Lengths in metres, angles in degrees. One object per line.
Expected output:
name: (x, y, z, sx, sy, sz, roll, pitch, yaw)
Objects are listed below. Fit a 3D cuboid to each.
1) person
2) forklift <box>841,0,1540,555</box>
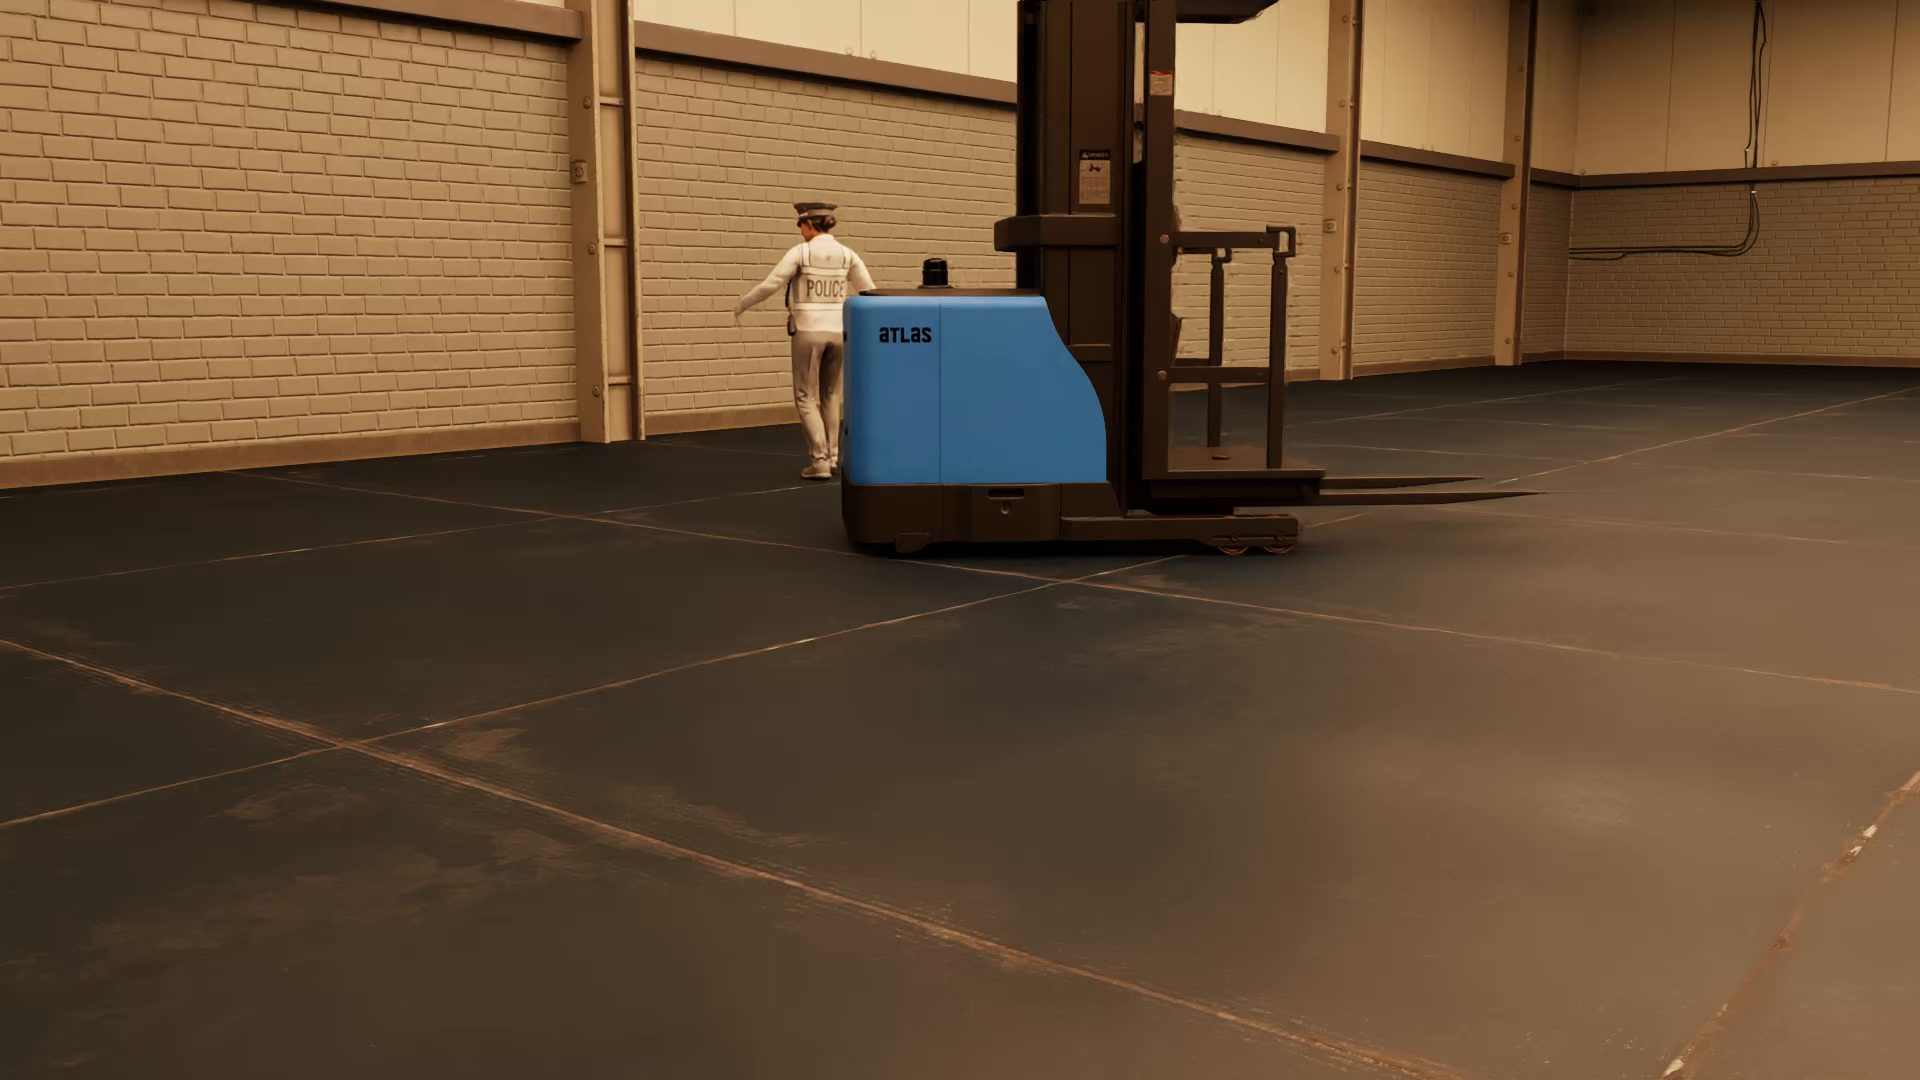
person: (-0.851, -1.182, 9.990, 0.915, 1.686, 0.610, -4, 9, -26)
forklift: (1.002, -1.462, 7.276, 3.031, 2.935, 1.130, -1, 8, -6)
